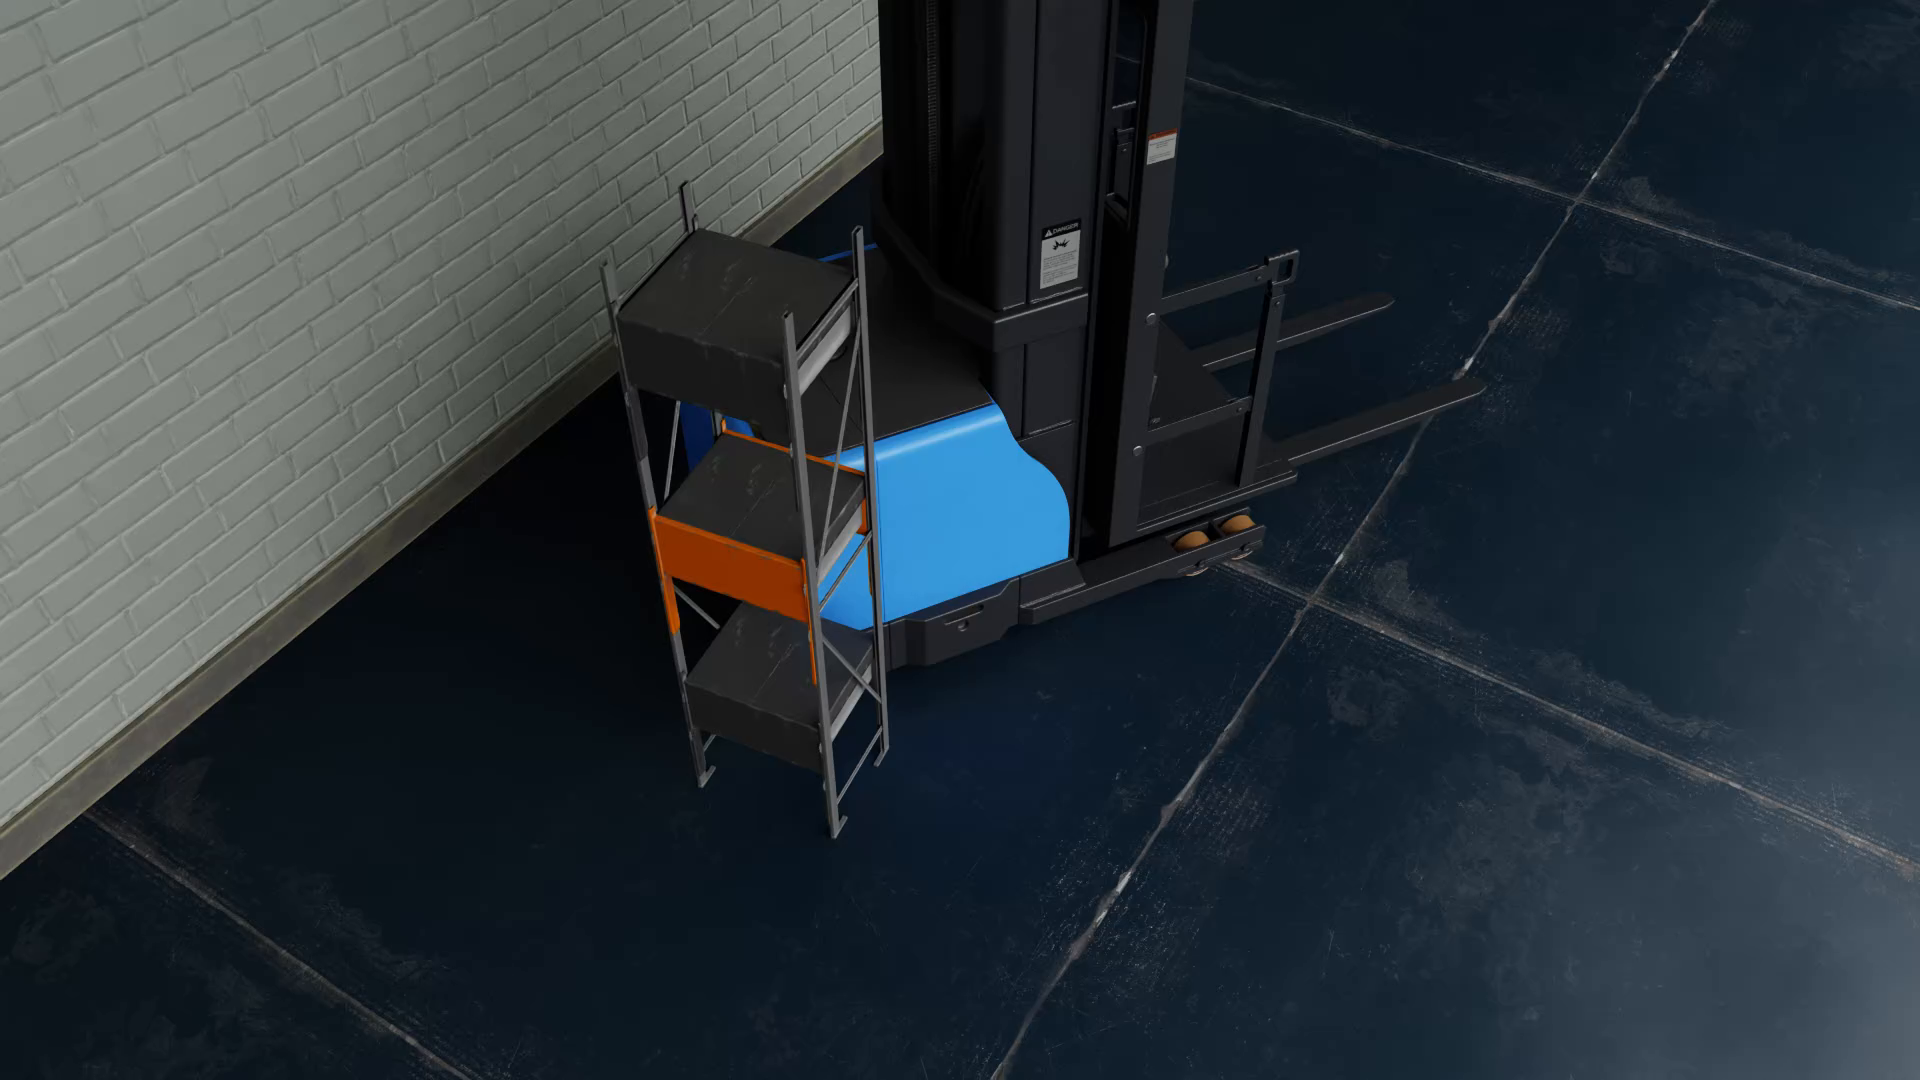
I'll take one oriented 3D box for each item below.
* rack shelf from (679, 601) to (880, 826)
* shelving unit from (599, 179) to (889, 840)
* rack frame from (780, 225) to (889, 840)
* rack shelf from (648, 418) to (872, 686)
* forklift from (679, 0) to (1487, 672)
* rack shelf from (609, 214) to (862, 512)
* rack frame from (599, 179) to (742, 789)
[{"bbox_3d":[-0.548,0.520,5.276,0.480,0.518,0.431,18,48,16],"label":"rack shelf"},{"bbox_3d":[-0.548,0.023,4.764,0.503,2.100,0.431,18,48,16],"label":"shelving unit"},{"bbox_3d":[-0.325,0.094,4.695,0.015,2.100,0.400,18,48,16],"label":"rack frame"},{"bbox_3d":[-0.548,0.032,4.774,0.480,0.518,0.431,18,48,16],"label":"rack shelf"},{"bbox_3d":[0.562,-1.214,5.386,3.031,2.935,1.130,-19,49,-18],"label":"forklift"},{"bbox_3d":[-0.548,-0.456,4.272,0.480,0.518,0.431,18,48,16],"label":"rack shelf"},{"bbox_3d":[-0.771,-0.048,4.833,0.015,2.100,0.400,18,48,16],"label":"rack frame"}]
